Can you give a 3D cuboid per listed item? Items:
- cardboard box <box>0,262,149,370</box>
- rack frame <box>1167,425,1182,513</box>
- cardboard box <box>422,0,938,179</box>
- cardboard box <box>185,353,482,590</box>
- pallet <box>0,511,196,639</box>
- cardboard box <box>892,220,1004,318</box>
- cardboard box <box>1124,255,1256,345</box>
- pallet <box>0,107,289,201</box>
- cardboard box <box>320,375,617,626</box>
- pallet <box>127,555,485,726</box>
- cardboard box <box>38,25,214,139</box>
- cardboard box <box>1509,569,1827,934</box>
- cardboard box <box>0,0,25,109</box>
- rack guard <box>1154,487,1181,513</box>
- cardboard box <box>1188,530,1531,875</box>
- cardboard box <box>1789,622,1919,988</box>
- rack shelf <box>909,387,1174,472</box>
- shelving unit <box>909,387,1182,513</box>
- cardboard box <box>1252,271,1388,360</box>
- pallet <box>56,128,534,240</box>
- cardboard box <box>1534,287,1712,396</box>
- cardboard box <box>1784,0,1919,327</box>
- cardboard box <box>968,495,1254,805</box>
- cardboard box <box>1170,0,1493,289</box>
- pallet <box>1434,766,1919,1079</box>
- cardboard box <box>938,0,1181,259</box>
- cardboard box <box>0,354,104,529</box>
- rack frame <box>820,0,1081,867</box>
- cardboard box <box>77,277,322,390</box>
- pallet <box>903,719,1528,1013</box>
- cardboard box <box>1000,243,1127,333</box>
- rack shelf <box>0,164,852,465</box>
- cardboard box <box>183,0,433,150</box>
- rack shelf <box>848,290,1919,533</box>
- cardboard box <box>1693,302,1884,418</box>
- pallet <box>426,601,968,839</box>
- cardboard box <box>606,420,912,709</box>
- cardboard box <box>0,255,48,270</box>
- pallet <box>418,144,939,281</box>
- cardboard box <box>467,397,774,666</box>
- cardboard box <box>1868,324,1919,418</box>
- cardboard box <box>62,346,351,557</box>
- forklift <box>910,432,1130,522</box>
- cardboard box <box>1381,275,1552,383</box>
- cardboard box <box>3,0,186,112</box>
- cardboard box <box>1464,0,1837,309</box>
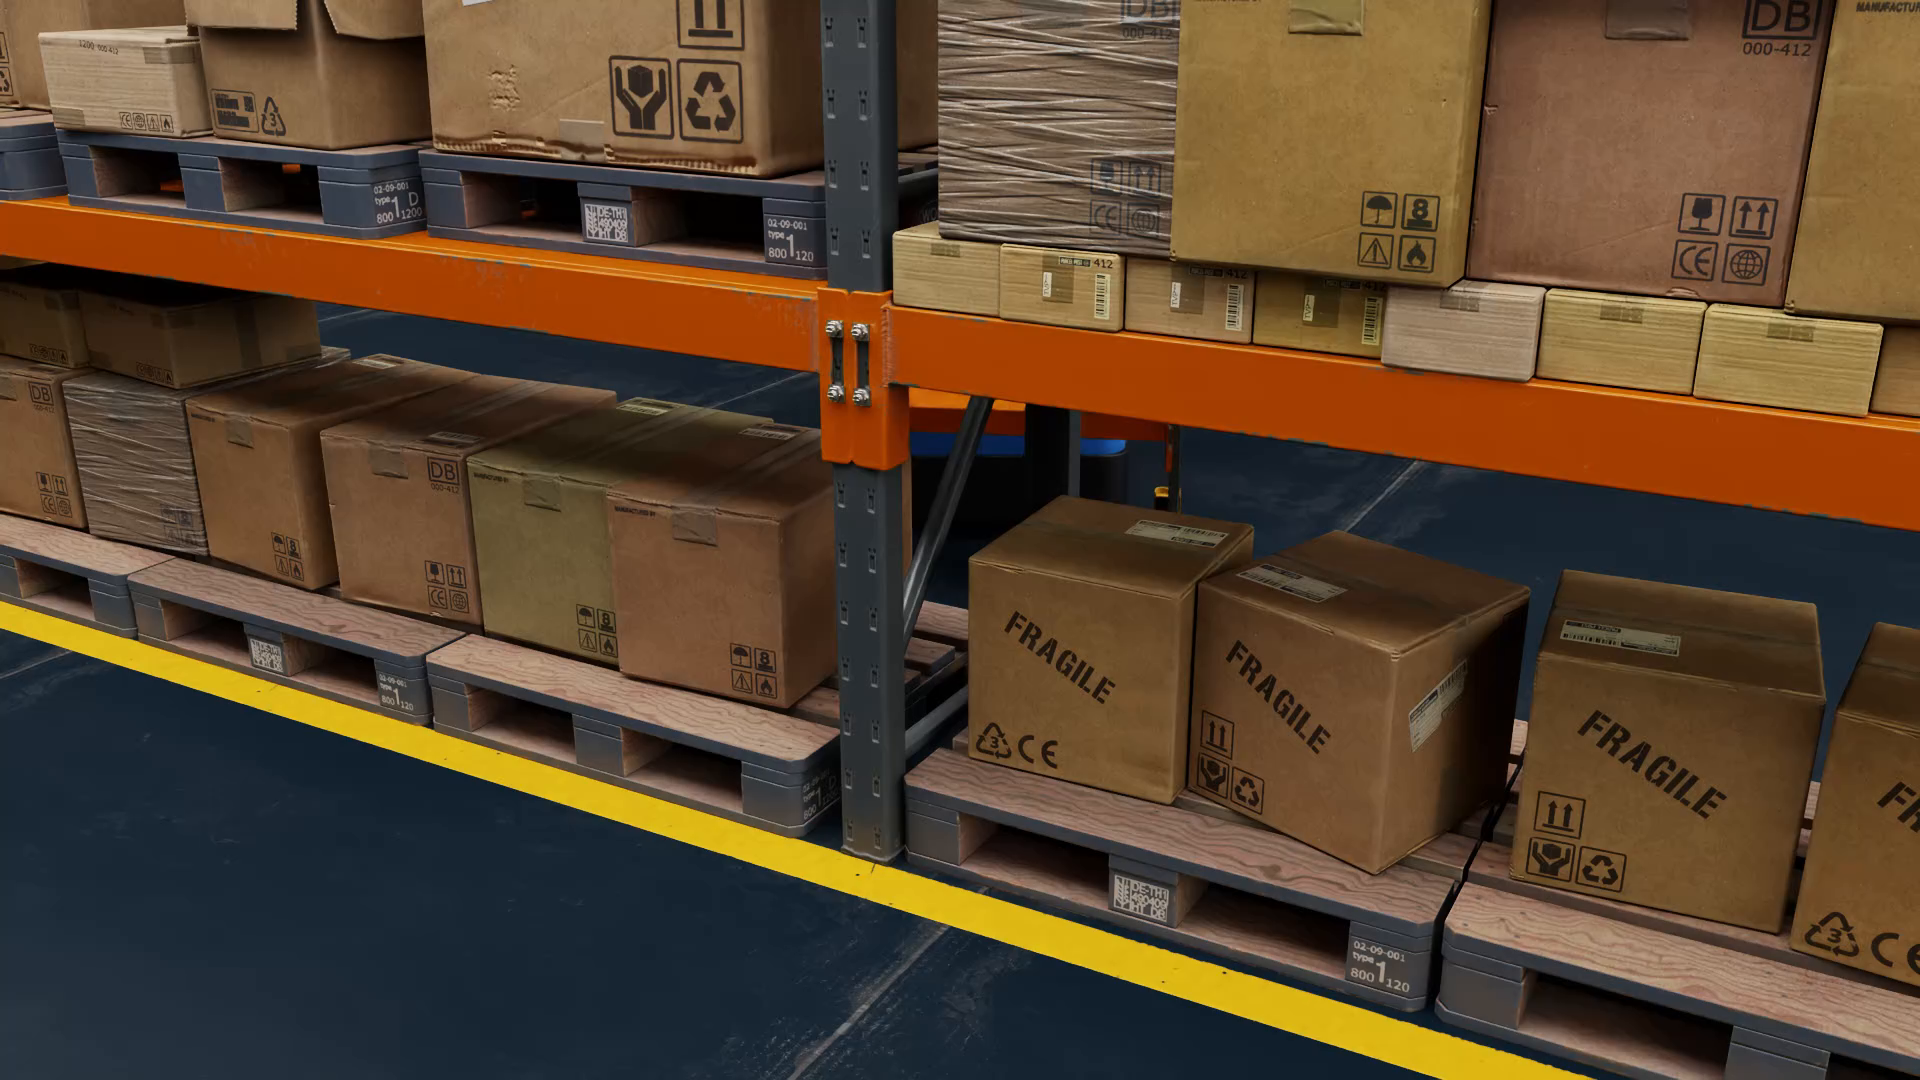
[{"bbox_3d":[-2.870,-0.768,5.504,0.500,0.250,0.500,12,23,29],"label":"cardboard box"},{"bbox_3d":[0.683,-0.549,5.178,0.032,1.500,0.500,3,20,7],"label":"rack frame"},{"bbox_3d":[-0.603,-1.474,4.035,1.000,1.000,1.000,11,23,28],"label":"cardboard box"},{"bbox_3d":[-1.886,-0.232,5.126,0.500,0.500,0.700,13,24,32],"label":"cardboard box"},{"bbox_3d":[-2.788,-0.045,5.679,1.213,0.211,1.003,11,23,27],"label":"pallet"},{"bbox_3d":[0.064,-0.578,3.427,0.250,0.149,0.380,11,23,27],"label":"cardboard box"},{"bbox_3d":[0.507,-0.499,3.210,0.250,0.149,0.380,11,23,27],"label":"cardboard box"},{"bbox_3d":[-2.795,-1.309,5.357,1.003,0.211,1.213,11,23,27],"label":"pallet"},{"bbox_3d":[-1.399,-0.139,4.870,0.500,0.500,0.700,9,22,23],"label":"cardboard box"},{"bbox_3d":[-1.727,0.158,5.119,1.213,0.211,1.003,11,23,27],"label":"pallet"},{"bbox_3d":[-2.118,-1.266,4.560,0.500,0.250,0.500,10,22,26],"label":"cardboard box"},{"bbox_3d":[1.437,0.408,3.391,0.500,0.500,0.500,9,22,23],"label":"cardboard box"},{"bbox_3d":[-2.978,-1.653,5.260,0.500,0.500,0.500,8,21,21],"label":"cardboard box"},{"bbox_3d":[0.664,0.038,5.394,0.087,0.250,0.587,3,20,7],"label":"rack guard"},{"bbox_3d":[0.856,0.328,3.612,0.500,0.500,0.500,-17,26,-39],"label":"cardboard box"},{"bbox_3d":[1.902,0.514,3.099,0.500,0.500,0.500,13,24,32],"label":"cardboard box"},{"bbox_3d":[0.180,-0.403,5.304,1.000,0.185,0.538,3,20,7],"label":"rack shelf"},{"bbox_3d":[0.171,-0.572,5.244,1.083,1.500,0.587,3,20,7],"label":"shelving unit"},{"bbox_3d":[0.730,-0.460,3.103,0.250,0.149,0.380,11,23,27],"label":"cardboard box"},{"bbox_3d":[-1.721,-1.079,4.722,1.213,0.211,1.003,11,23,27],"label":"pallet"},{"bbox_3d":[1.167,-0.377,2.874,0.250,0.149,0.380,11,23,27],"label":"cardboard box"},{"bbox_3d":[1.707,-0.672,2.737,0.500,0.500,0.875,11,23,27],"label":"cardboard box"},{"bbox_3d":[0.352,0.235,3.868,0.500,0.500,0.500,10,22,26],"label":"cardboard box"},{"bbox_3d":[0.805,-0.821,3.147,0.500,0.500,0.875,11,23,27],"label":"cardboard box"},{"bbox_3d":[1.696,0.794,3.368,1.213,0.211,1.003,11,23,27],"label":"pallet"},{"bbox_3d":[0.385,-0.915,3.405,0.500,0.500,0.875,11,23,27],"label":"cardboard box"},{"bbox_3d":[-2.875,-0.412,5.624,0.500,0.500,0.700,10,22,24],"label":"cardboard box"},{"bbox_3d":[0.023,-0.821,3.730,0.127,3.000,1.000,11,23,27],"label":"rack frame"},{"bbox_3d":[-2.402,-0.683,5.269,0.500,0.250,0.500,14,24,33],"label":"cardboard box"},{"bbox_3d":[0.626,0.591,3.926,1.213,0.211,1.003,11,23,27],"label":"pallet"},{"bbox_3d":[0.276,-0.532,3.302,0.250,0.149,0.380,11,23,27],"label":"cardboard box"},{"bbox_3d":[-1.723,-0.815,4.769,4.000,0.370,1.077,11,23,27],"label":"rack shelf"},{"bbox_3d":[-1.536,-1.328,4.359,0.637,0.503,0.797,13,24,33],"label":"cardboard box"},{"bbox_3d":[1.769,-0.150,2.935,4.000,0.370,1.077,11,23,27],"label":"rack shelf"},{"bbox_3d":[1.380,-0.332,2.750,0.250,0.149,0.380,11,23,27],"label":"cardboard box"},{"bbox_3d":[-0.658,0.361,4.561,1.213,0.211,1.003,11,23,27],"label":"pallet"},{"bbox_3d":[-0.503,0.039,4.380,0.500,0.500,0.700,9,22,23],"label":"cardboard box"},{"bbox_3d":[-4.062,-0.806,6.188,0.875,0.875,1.225,10,22,25],"label":"cardboard box"},{"bbox_3d":[-0.574,-0.901,4.232,1.213,0.211,1.003,11,23,27],"label":"pallet"},{"bbox_3d":[-0.910,-0.046,4.614,0.500,0.500,0.700,11,22,27],"label":"cardboard box"},{"bbox_3d":[1.620,-0.304,2.673,0.250,0.149,0.380,11,23,27],"label":"cardboard box"},{"bbox_3d":[-2.384,-0.324,5.380,0.500,0.500,0.700,9,22,23],"label":"cardboard box"},{"bbox_3d":[0.055,-1.890,6.778,1.130,2.935,3.031,0,20,-1],"label":"forklift"},{"bbox_3d":[0.929,-0.406,2.955,0.250,0.149,0.380,11,23,27],"label":"cardboard box"},{"bbox_3d":[-2.442,-1.590,5.086,0.500,0.500,0.700,15,25,35],"label":"cardboard box"},{"bbox_3d":[1.290,-0.768,3.000,0.500,0.500,0.875,11,23,27],"label":"cardboard box"}]
